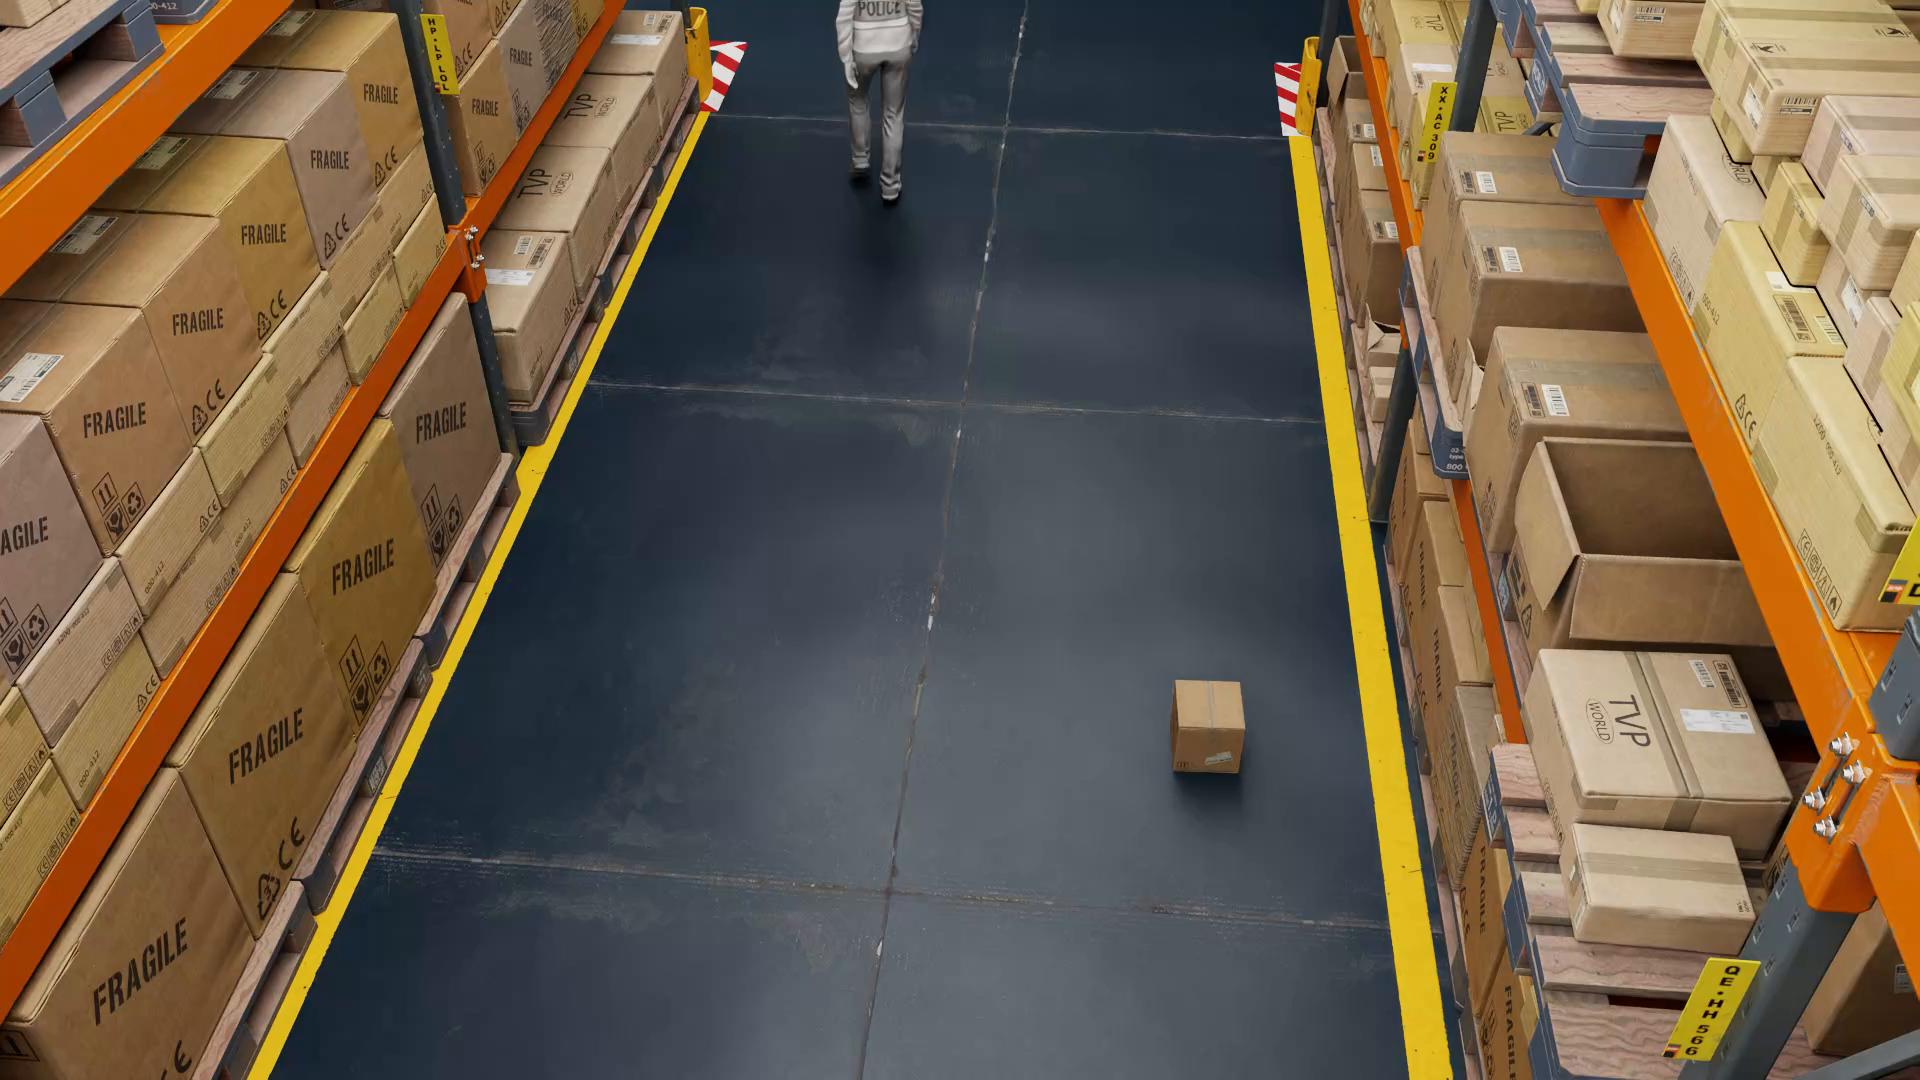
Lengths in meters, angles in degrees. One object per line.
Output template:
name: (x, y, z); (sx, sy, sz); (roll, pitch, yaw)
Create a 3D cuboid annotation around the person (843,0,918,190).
person: (-3.525, -0.017, 5.755); (7.840, 2.202, 8.562); (-5, 41, -6)
